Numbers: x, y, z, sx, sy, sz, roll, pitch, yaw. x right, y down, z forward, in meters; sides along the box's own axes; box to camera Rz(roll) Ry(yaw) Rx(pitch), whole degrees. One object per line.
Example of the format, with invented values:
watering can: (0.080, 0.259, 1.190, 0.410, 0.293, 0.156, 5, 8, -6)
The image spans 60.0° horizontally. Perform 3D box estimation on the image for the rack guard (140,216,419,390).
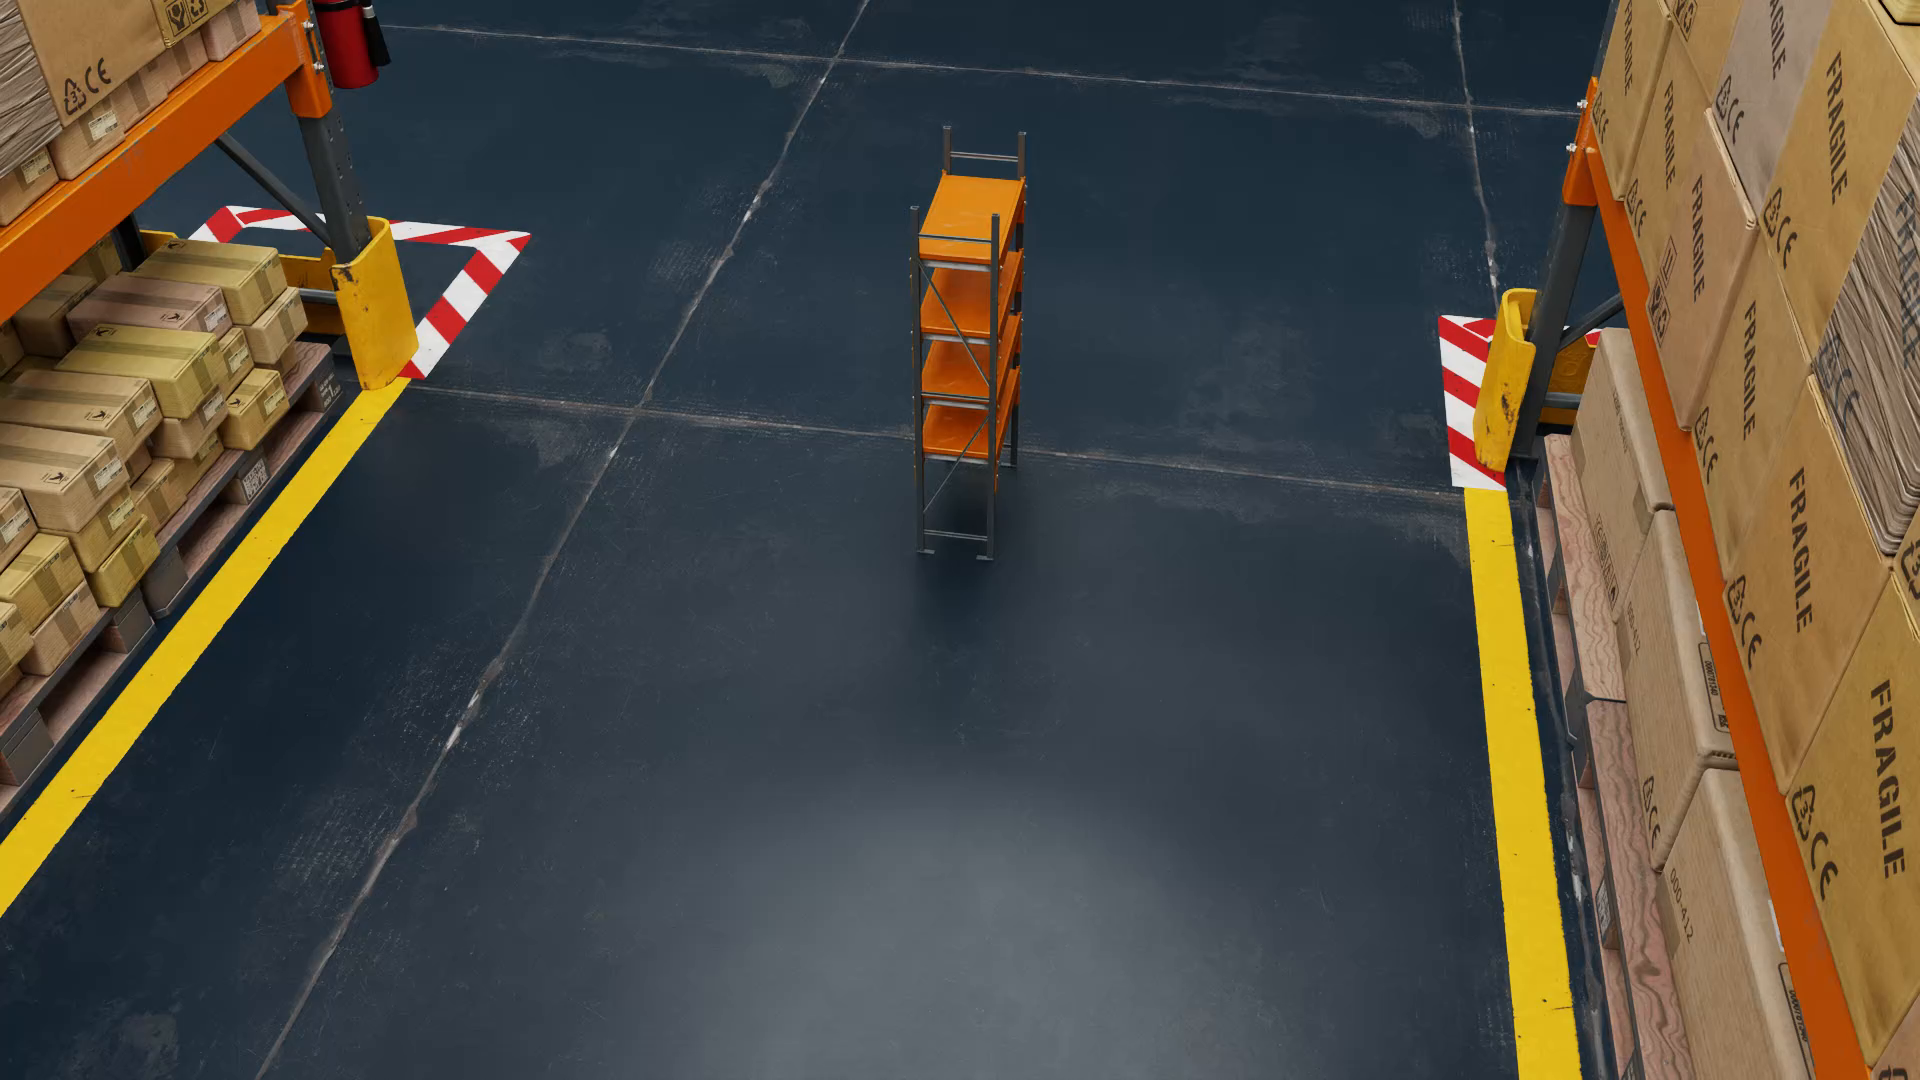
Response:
rack guard: (-2.582, -0.889, 5.932, 1.175, 0.500, 0.348, 6, 40, 8)

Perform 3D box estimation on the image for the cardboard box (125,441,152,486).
cardboard box: (-2.615, -0.231, 4.850, 0.380, 0.149, 0.250, 6, 40, 7)

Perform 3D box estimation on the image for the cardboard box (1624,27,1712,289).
cardboard box: (1.898, -0.866, 3.864, 0.500, 0.500, 0.500, 6, 40, 7)

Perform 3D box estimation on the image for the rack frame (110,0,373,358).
rack frame: (-2.569, -1.900, 5.194, 1.000, 3.000, 0.127, 6, 40, 8)

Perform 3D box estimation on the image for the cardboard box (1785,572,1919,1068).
cardboard box: (1.544, 0.412, 2.319, 0.500, 0.500, 0.500, 5, 40, 7)

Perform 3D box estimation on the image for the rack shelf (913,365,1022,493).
rack shelf: (0.029, -0.361, 5.163, 0.258, 0.148, 0.480, 6, 40, 8)

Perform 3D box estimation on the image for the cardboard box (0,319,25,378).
cardboard box: (-3.093, -0.570, 5.027, 0.380, 0.149, 0.250, 6, 40, 8)

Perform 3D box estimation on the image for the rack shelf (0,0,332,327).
rack shelf: (-2.915, -0.367, 3.905, 1.077, 0.370, 4.000, 6, 40, 8)

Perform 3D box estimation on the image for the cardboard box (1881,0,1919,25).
cardboard box: (1.680, -0.930, 2.649, 0.380, 0.149, 0.250, 5, 40, 7)

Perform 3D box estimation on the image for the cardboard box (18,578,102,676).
cardboard box: (-2.609, 0.212, 4.547, 0.380, 0.149, 0.250, 7, 40, 9)

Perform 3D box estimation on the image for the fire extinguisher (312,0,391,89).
fire extinguisher: (-2.071, -1.833, 5.467, 0.296, 0.674, 0.183, 6, 40, 8)

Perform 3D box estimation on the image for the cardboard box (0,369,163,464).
cardboard box: (-2.538, -0.348, 4.758, 0.380, 0.149, 0.250, 5, 40, 6)

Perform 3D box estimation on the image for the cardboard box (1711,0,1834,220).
cardboard box: (1.797, -0.922, 3.148, 0.500, 0.500, 0.500, 6, 40, 7)

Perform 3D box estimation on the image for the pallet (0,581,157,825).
pallet: (-2.971, 0.492, 4.489, 1.003, 0.211, 1.213, 6, 40, 8)

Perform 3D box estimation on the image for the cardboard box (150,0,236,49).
cardboard box: (-2.393, -1.742, 4.691, 0.500, 0.500, 0.500, 7, 40, 9)

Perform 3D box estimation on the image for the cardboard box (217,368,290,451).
cardboard box: (-2.399, -0.437, 5.332, 0.380, 0.149, 0.250, 8, 40, 9)

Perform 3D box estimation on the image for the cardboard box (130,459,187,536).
cardboard box: (-2.560, -0.124, 4.954, 0.380, 0.149, 0.250, 7, 40, 8)

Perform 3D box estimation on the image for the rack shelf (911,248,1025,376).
rack shelf: (0.029, -0.687, 4.894, 0.258, 0.148, 0.480, 6, 40, 8)

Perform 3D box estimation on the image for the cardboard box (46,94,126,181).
cardboard box: (-2.476, -1.093, 4.415, 0.380, 0.149, 0.250, 7, 40, 9)

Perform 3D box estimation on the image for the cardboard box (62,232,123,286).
cardboard box: (-2.994, -0.901, 5.426, 0.380, 0.149, 0.250, 5, 40, 6)

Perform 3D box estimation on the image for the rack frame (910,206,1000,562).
rack frame: (-0.014, -0.413, 4.808, 0.240, 1.200, 0.015, 6, 40, 8)

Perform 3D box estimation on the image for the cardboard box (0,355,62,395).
cardboard box: (-2.970, -0.448, 5.112, 0.380, 0.149, 0.250, 7, 40, 8)

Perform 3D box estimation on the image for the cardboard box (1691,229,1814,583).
cardboard box: (1.722, -0.232, 3.098, 0.500, 0.500, 0.500, 8, 40, 9)

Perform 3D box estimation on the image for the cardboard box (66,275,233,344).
cardboard box: (-2.511, -0.680, 5.160, 0.380, 0.149, 0.250, 7, 40, 9)

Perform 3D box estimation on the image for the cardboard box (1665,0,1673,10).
cardboard box: (1.961, -1.571, 3.933, 0.500, 0.500, 0.500, 6, 40, 7)

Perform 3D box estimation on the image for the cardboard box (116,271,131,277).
cardboard box: (-2.912, -0.777, 5.510, 0.380, 0.149, 0.250, 8, 40, 10)

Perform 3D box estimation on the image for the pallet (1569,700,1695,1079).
pallet: (2.049, 0.931, 3.958, 1.003, 0.211, 1.213, 6, 40, 8)

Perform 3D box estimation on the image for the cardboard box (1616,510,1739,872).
cardboard box: (2.158, 0.409, 4.083, 0.875, 0.438, 0.875, 7, 40, 9)

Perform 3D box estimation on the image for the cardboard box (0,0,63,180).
cardboard box: (-2.565, -1.100, 3.915, 0.500, 0.500, 0.500, 7, 40, 8)

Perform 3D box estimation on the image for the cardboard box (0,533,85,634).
cardboard box: (-2.607, 0.097, 4.453, 0.380, 0.149, 0.250, 8, 40, 10)

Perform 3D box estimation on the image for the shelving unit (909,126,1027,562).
shelving unit: (0.029, -0.566, 4.993, 0.258, 1.200, 0.503, 6, 40, 8)

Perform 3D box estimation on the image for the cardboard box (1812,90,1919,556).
cardboard box: (1.616, -0.295, 2.390, 0.500, 0.500, 0.500, 7, 40, 8)

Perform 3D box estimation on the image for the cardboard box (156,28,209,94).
cardboard box: (-2.427, -1.415, 4.805, 0.380, 0.149, 0.250, 6, 40, 8)

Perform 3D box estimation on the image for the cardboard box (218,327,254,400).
cardboard box: (-2.477, -0.557, 5.243, 0.380, 0.149, 0.250, 6, 40, 7)

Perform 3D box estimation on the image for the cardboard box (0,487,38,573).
cardboard box: (-2.684, -0.020, 4.362, 0.380, 0.149, 0.250, 5, 40, 6)
